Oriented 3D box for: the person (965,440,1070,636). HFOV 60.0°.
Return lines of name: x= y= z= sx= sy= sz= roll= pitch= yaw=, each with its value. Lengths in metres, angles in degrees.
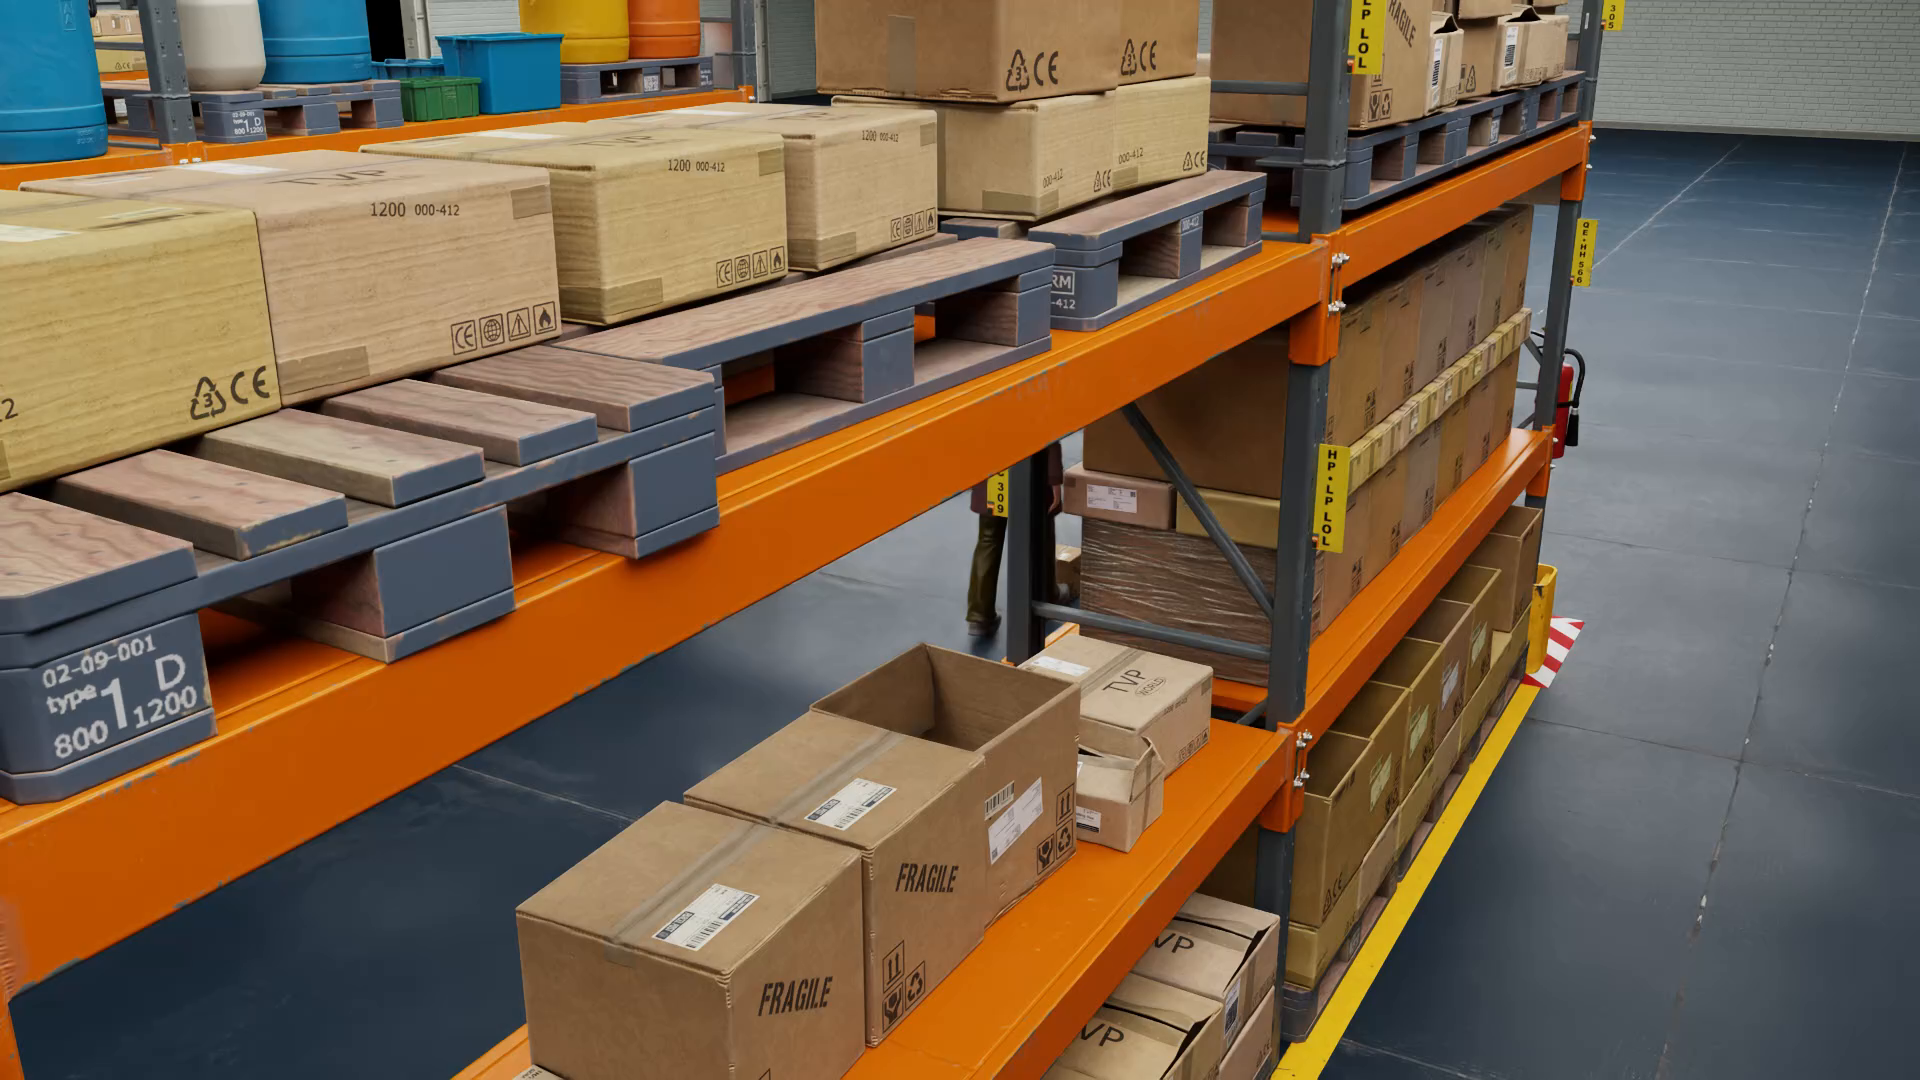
person: x=0.330 y=-0.373 z=9.153 sx=0.593 sy=1.771 sz=0.827 roll=7 pitch=20 yaw=20
